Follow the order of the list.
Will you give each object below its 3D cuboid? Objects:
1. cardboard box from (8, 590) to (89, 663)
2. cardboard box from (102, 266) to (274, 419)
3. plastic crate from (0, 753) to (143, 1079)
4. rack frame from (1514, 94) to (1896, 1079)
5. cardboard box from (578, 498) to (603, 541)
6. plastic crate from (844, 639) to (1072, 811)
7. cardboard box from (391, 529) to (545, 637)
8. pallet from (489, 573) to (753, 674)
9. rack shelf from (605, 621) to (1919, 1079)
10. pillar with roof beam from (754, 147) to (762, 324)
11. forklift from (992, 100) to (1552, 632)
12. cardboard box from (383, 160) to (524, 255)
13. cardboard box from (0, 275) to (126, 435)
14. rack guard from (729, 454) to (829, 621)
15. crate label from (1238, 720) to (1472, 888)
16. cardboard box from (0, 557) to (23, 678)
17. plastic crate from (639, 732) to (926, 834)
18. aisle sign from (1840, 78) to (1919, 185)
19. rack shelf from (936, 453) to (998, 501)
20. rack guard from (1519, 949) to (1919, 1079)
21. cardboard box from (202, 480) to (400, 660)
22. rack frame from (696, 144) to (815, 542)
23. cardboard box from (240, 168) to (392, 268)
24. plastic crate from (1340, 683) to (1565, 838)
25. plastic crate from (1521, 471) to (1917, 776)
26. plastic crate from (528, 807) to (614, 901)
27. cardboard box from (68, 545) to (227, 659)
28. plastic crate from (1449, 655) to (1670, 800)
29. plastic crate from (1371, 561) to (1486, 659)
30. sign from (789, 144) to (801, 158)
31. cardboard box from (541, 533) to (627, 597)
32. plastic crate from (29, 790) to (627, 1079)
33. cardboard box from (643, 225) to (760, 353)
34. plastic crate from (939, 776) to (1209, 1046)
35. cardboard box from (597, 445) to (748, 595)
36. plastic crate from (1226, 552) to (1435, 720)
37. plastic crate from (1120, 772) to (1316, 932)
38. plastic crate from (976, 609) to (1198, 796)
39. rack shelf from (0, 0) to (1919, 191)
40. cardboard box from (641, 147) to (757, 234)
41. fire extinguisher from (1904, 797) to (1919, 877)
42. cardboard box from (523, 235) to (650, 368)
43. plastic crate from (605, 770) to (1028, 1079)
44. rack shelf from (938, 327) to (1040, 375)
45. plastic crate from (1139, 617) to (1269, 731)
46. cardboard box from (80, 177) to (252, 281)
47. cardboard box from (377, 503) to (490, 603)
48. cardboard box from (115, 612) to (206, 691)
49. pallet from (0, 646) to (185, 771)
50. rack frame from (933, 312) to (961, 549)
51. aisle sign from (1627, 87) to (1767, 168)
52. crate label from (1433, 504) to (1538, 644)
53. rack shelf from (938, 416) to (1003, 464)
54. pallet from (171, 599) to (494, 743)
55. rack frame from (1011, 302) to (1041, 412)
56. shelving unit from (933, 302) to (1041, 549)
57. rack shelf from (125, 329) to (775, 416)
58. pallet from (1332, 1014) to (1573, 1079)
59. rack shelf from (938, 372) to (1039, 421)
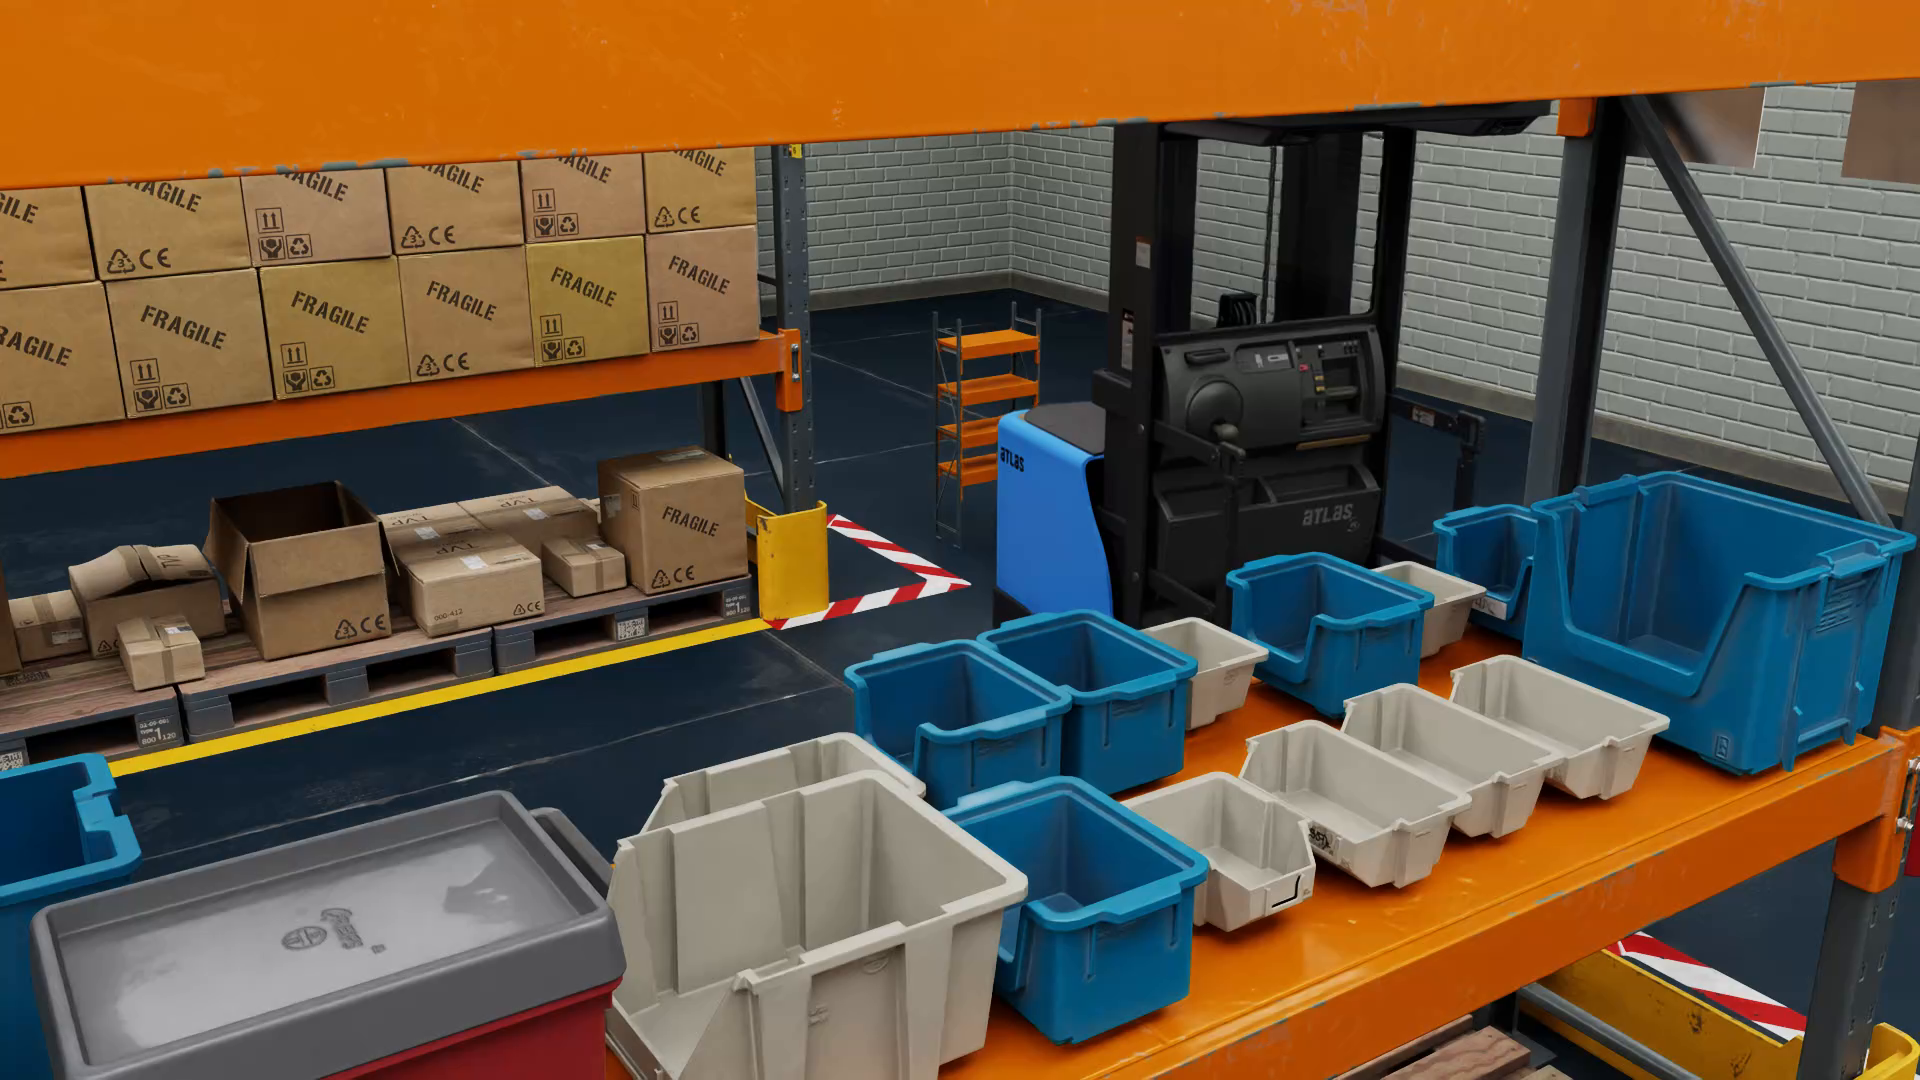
[{"bbox_3d":[-3.732,0.348,6.795,0.250,0.149,0.380,-12,22,-31],"label":"cardboard box"},{"bbox_3d":[-2.911,-0.778,6.207,0.500,0.500,0.500,-12,22,-32],"label":"cardboard box"},{"bbox_3d":[-1.408,0.596,2.230,0.575,0.384,0.392,-12,22,-31],"label":"plastic crate"},{"bbox_3d":[1.732,0.087,3.805,0.053,2.616,0.949,-12,22,-31],"label":"rack frame"},{"bbox_3d":[-1.738,-0.080,8.035,0.250,0.166,0.380,-12,22,-31],"label":"cardboard box"},{"bbox_3d":[-0.007,0.377,3.114,0.300,0.233,0.416,-12,22,-31],"label":"plastic crate"},{"bbox_3d":[-2.120,0.175,7.149,0.500,0.250,0.500,-12,22,-31],"label":"cardboard box"},{"bbox_3d":[-1.720,0.235,7.720,1.213,0.211,1.003,-12,22,-31],"label":"pallet"},{"bbox_3d":[0.060,0.779,2.881,4.000,0.370,1.077,-12,22,-31],"label":"rack shelf"},{"bbox_3d":[0.428,-4.962,9.370,0.400,9.000,9.100,-12,22,-31],"label":"pillar with roof beam"},{"bbox_3d":[1.221,-0.547,5.787,1.130,2.935,3.031,-8,20,-24],"label":"forklift"},{"bbox_3d":[-2.063,-1.427,6.565,0.500,0.500,0.500,-11,22,-30],"label":"cardboard box"},{"bbox_3d":[-3.330,-0.691,5.948,0.500,0.500,0.500,-11,22,-30],"label":"cardboard box"},{"bbox_3d":[-1.054,-0.042,8.089,0.348,0.500,1.175,-12,22,-31],"label":"rack guard"},{"bbox_3d":[0.680,0.477,2.968,0.243,0.136,0.396,-12,22,-31],"label":"crate label"},{"bbox_3d":[-4.012,0.264,6.496,0.500,0.500,0.500,-12,22,-31],"label":"cardboard box"},{"bbox_3d":[-0.322,0.500,2.901,0.466,0.136,0.293,-12,22,-31],"label":"plastic crate"},{"bbox_3d":[1.951,-1.080,3.197,0.004,0.787,0.394,-12,22,-31],"label":"aisle sign"},{"bbox_3d":[0.138,-0.346,8.724,0.480,0.148,0.258,-12,22,-31],"label":"rack shelf"},{"bbox_3d":[1.743,1.262,4.231,0.348,0.500,1.175,-12,22,-31],"label":"rack guard"},{"bbox_3d":[-2.765,0.107,6.957,0.637,0.503,0.797,-12,22,-31],"label":"cardboard box"},{"bbox_3d":[-0.991,-1.240,7.729,0.127,3.000,1.000,-12,22,-31],"label":"rack frame"},{"bbox_3d":[-2.492,-1.337,6.298,0.500,0.500,0.500,-11,22,-30],"label":"cardboard box"},{"bbox_3d":[0.899,0.421,3.133,0.243,0.136,0.396,-12,22,-31],"label":"plastic crate"},{"bbox_3d":[1.553,0.149,3.470,0.499,0.435,0.616,-12,22,-31],"label":"plastic crate"},{"bbox_3d":[-0.823,0.623,2.554,0.590,0.125,0.437,-12,22,-31],"label":"plastic crate"},{"bbox_3d":[-3.385,0.222,6.917,0.500,0.311,0.500,-12,22,-31],"label":"cardboard box"},{"bbox_3d":[1.149,0.374,3.272,0.243,0.136,0.396,-12,22,-31],"label":"plastic crate"},{"bbox_3d":[1.029,0.172,3.871,0.298,0.136,0.250,-12,22,-31],"label":"plastic crate"},{"bbox_3d":[-0.702,-1.786,7.043,0.005,0.325,0.100,-12,22,-31],"label":"sign"},{"bbox_3d":[-1.697,0.103,7.494,0.250,0.166,0.380,-12,22,-31],"label":"cardboard box"},{"bbox_3d":[-0.727,0.641,1.971,0.583,0.464,0.402,-12,22,-31],"label":"plastic crate"},{"bbox_3d":[-1.215,-1.136,7.264,0.500,0.500,0.500,-11,22,-30],"label":"cardboard box"},{"bbox_3d":[0.156,0.567,2.552,0.300,0.233,0.416,-12,22,-31],"label":"plastic crate"},{"bbox_3d":[-1.310,-0.102,7.580,0.500,0.500,0.500,-12,22,-31],"label":"cardboard box"},{"bbox_3d":[0.793,0.208,3.614,0.300,0.233,0.416,-12,22,-31],"label":"plastic crate"},{"bbox_3d":[0.442,0.534,2.799,0.250,0.136,0.298,-12,22,-31],"label":"plastic crate"},{"bbox_3d":[0.243,0.324,3.271,0.300,0.233,0.416,-12,22,-31],"label":"plastic crate"},{"bbox_3d":[0.060,-0.642,2.400,4.000,0.370,1.077,-12,22,-31],"label":"rack shelf"},{"bbox_3d":[-1.211,-1.609,7.103,0.500,0.500,0.500,-12,22,-32],"label":"cardboard box"},{"bbox_3d":[2.106,0.394,3.599,0.183,0.674,0.296,-12,22,-31],"label":"fire extinguisher"},{"bbox_3d":[-1.647,-1.043,6.991,0.500,0.500,0.500,-12,22,-31],"label":"cardboard box"},{"bbox_3d":[-0.234,0.598,2.383,0.530,0.282,0.437,-12,22,-31],"label":"plastic crate"},{"bbox_3d":[0.138,-0.970,8.513,0.480,0.148,0.258,-12,22,-31],"label":"rack shelf"},{"bbox_3d":[0.463,0.291,3.517,0.298,0.136,0.250,-12,22,-31],"label":"plastic crate"},{"bbox_3d":[-2.923,-1.245,6.028,0.500,0.500,0.500,-13,22,-33],"label":"cardboard box"},{"bbox_3d":[-2.436,0.050,7.519,0.500,0.250,0.500,-12,22,-31],"label":"cardboard box"},{"bbox_3d":[-3.145,0.427,6.534,0.250,0.166,0.380,-12,22,-31],"label":"cardboard box"},{"bbox_3d":[-3.758,0.665,6.448,1.213,0.211,1.003,-12,22,-31],"label":"pallet"},{"bbox_3d":[-0.066,-0.555,8.512,0.015,1.200,0.240,-12,22,-31],"label":"rack frame"},{"bbox_3d":[1.627,-1.238,3.664,0.004,0.787,0.394,-12,22,-31],"label":"aisle sign"},{"bbox_3d":[1.343,0.092,3.957,0.303,0.233,0.416,-12,22,-31],"label":"crate label"},{"bbox_3d":[0.138,-0.534,8.660,0.480,0.148,0.258,-12,22,-31],"label":"rack shelf"},{"bbox_3d":[-2.738,0.449,7.088,1.213,0.211,1.003,-12,22,-31],"label":"pallet"},{"bbox_3d":[0.342,-0.641,8.766,0.015,1.200,0.240,-12,22,-31],"label":"rack frame"},{"bbox_3d":[0.138,-0.598,8.639,0.503,1.200,0.258,-12,22,-31],"label":"shelving unit"},{"bbox_3d":[-2.661,-0.639,6.771,3.809,0.124,0.919,-12,22,-31],"label":"rack shelf"},{"bbox_3d":[1.020,1.542,3.855,1.213,0.211,1.003,-12,22,-31],"label":"pallet"},{"bbox_3d":[0.138,-0.746,8.589,0.480,0.148,0.258,-12,22,-31],"label":"rack shelf"}]
